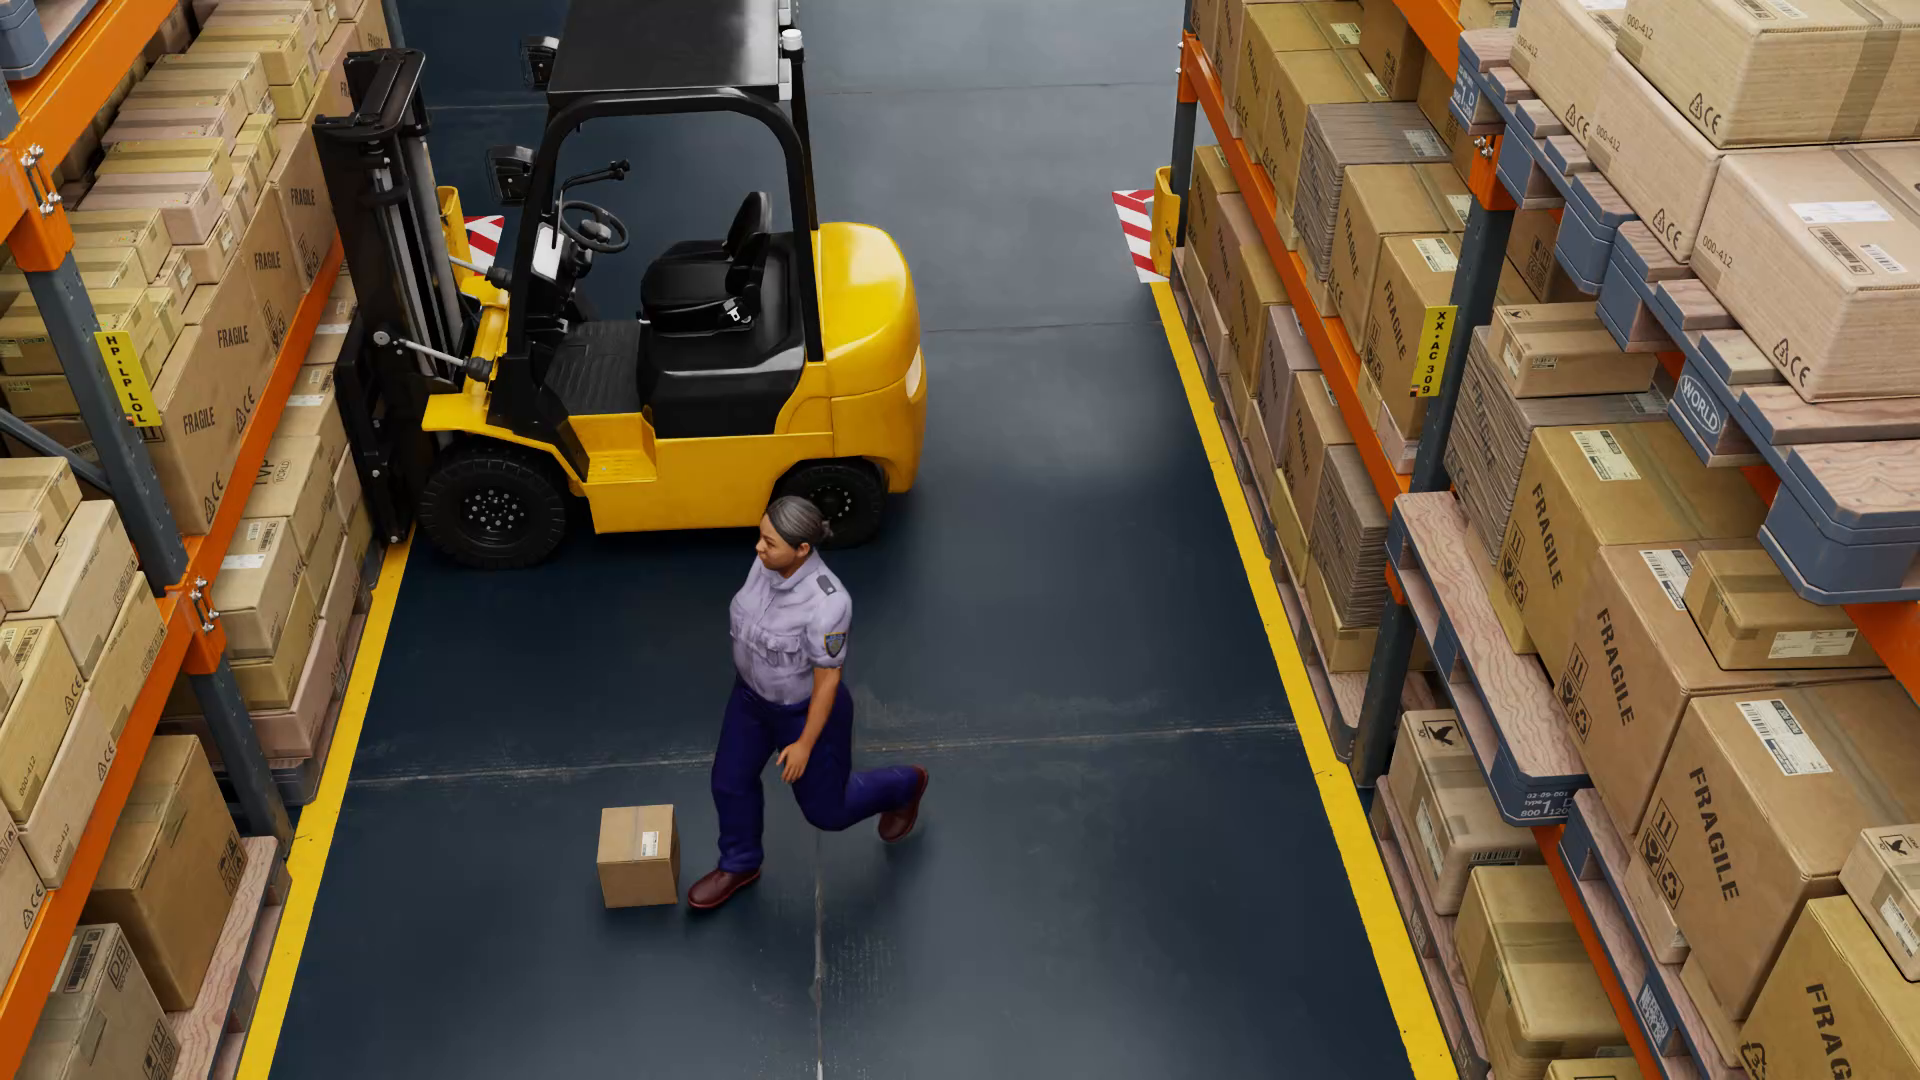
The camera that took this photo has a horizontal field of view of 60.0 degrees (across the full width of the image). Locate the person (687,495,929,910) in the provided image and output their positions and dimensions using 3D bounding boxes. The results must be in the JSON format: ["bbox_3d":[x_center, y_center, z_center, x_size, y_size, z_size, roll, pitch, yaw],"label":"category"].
[{"bbox_3d":[-0.564,0.543,5.520,0.880,1.605,0.482,-30,48,-32],"label":"person"}]
